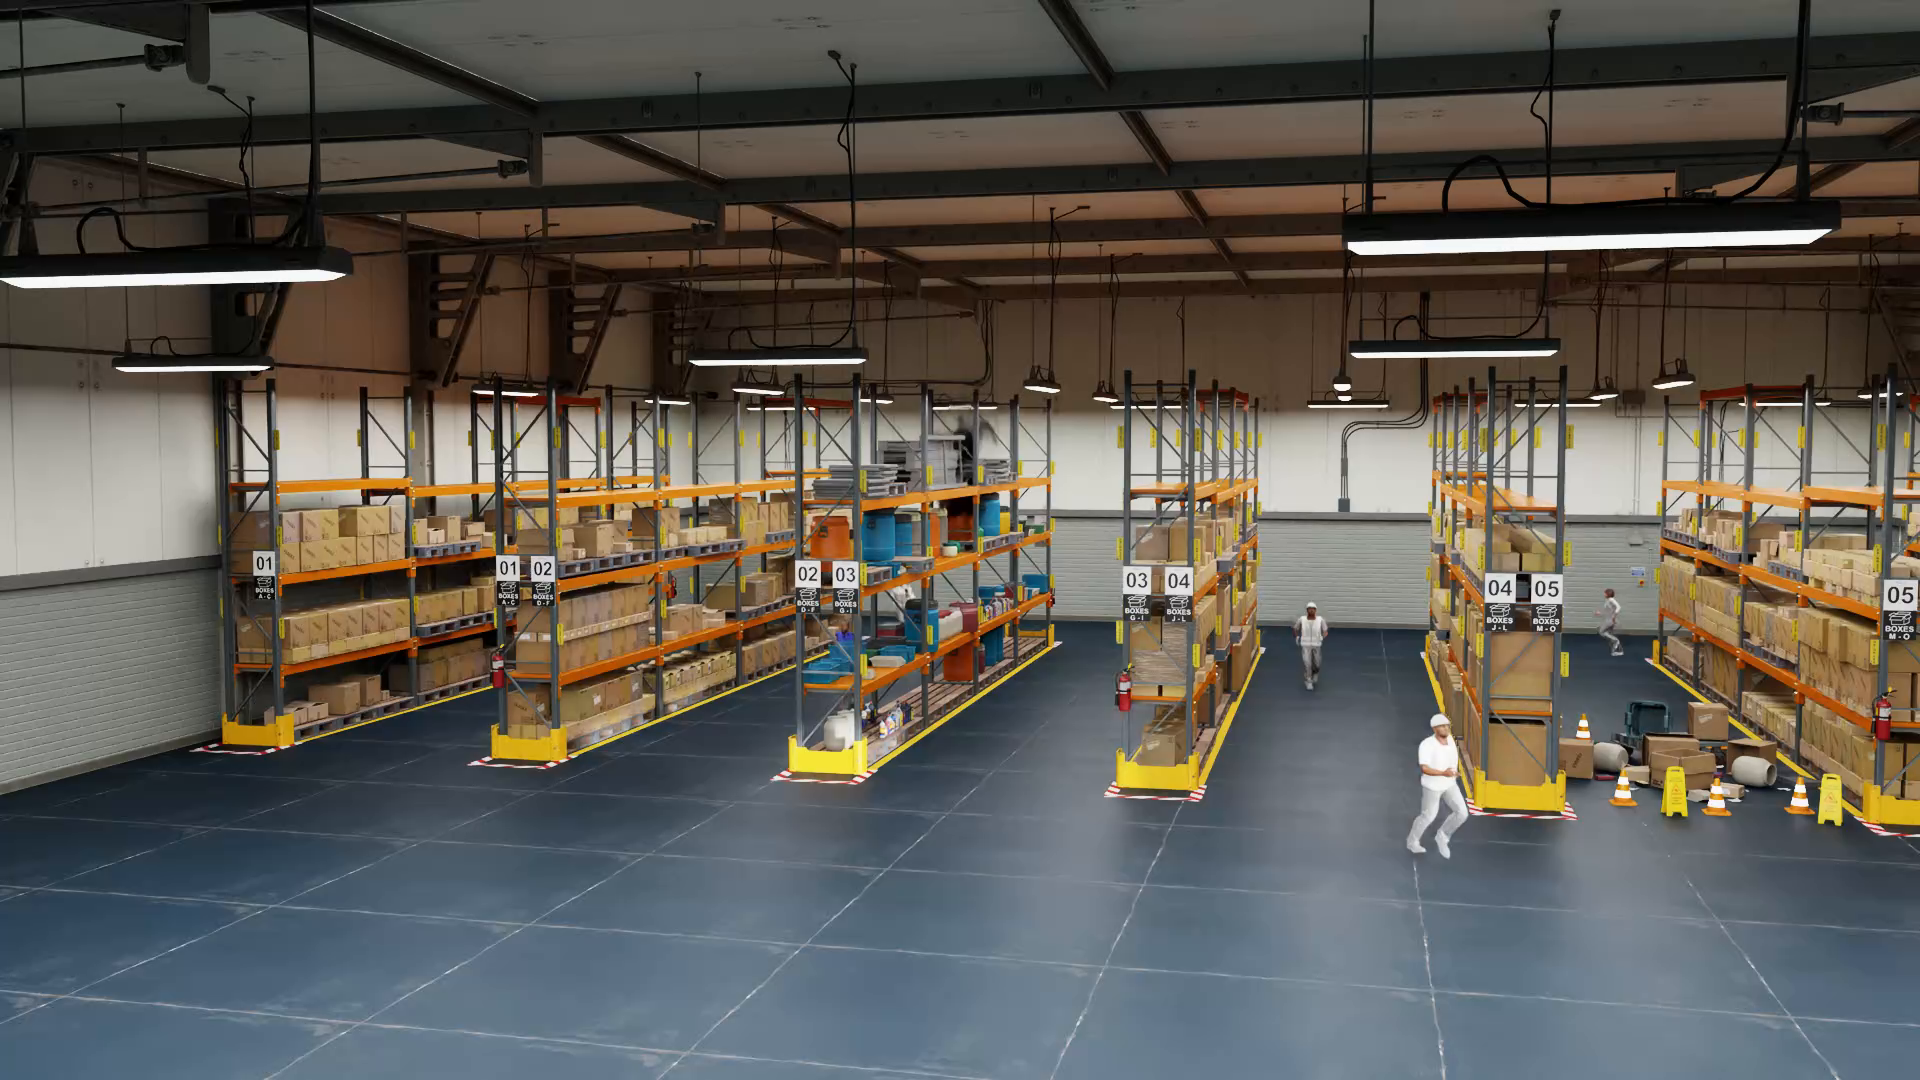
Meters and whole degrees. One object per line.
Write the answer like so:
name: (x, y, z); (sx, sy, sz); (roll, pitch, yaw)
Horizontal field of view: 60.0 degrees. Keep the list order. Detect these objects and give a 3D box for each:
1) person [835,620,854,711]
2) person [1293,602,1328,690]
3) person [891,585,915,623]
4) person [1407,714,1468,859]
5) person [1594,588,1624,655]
person: (-2.108, 2.324, 31.105); (0.599, 1.698, 0.833); (1, 4, 19)
person: (7.053, 2.125, 33.472); (0.690, 1.741, 0.763); (1, 3, 9)
person: (-1.426, 1.704, 41.335); (0.601, 1.701, 0.830); (0, 3, -2)
person: (5.731, 2.927, 19.810); (0.715, 1.735, 0.848); (-2, 4, -26)
person: (15.101, 1.912, 38.672); (0.680, 1.543, 0.574); (1, 4, 19)
